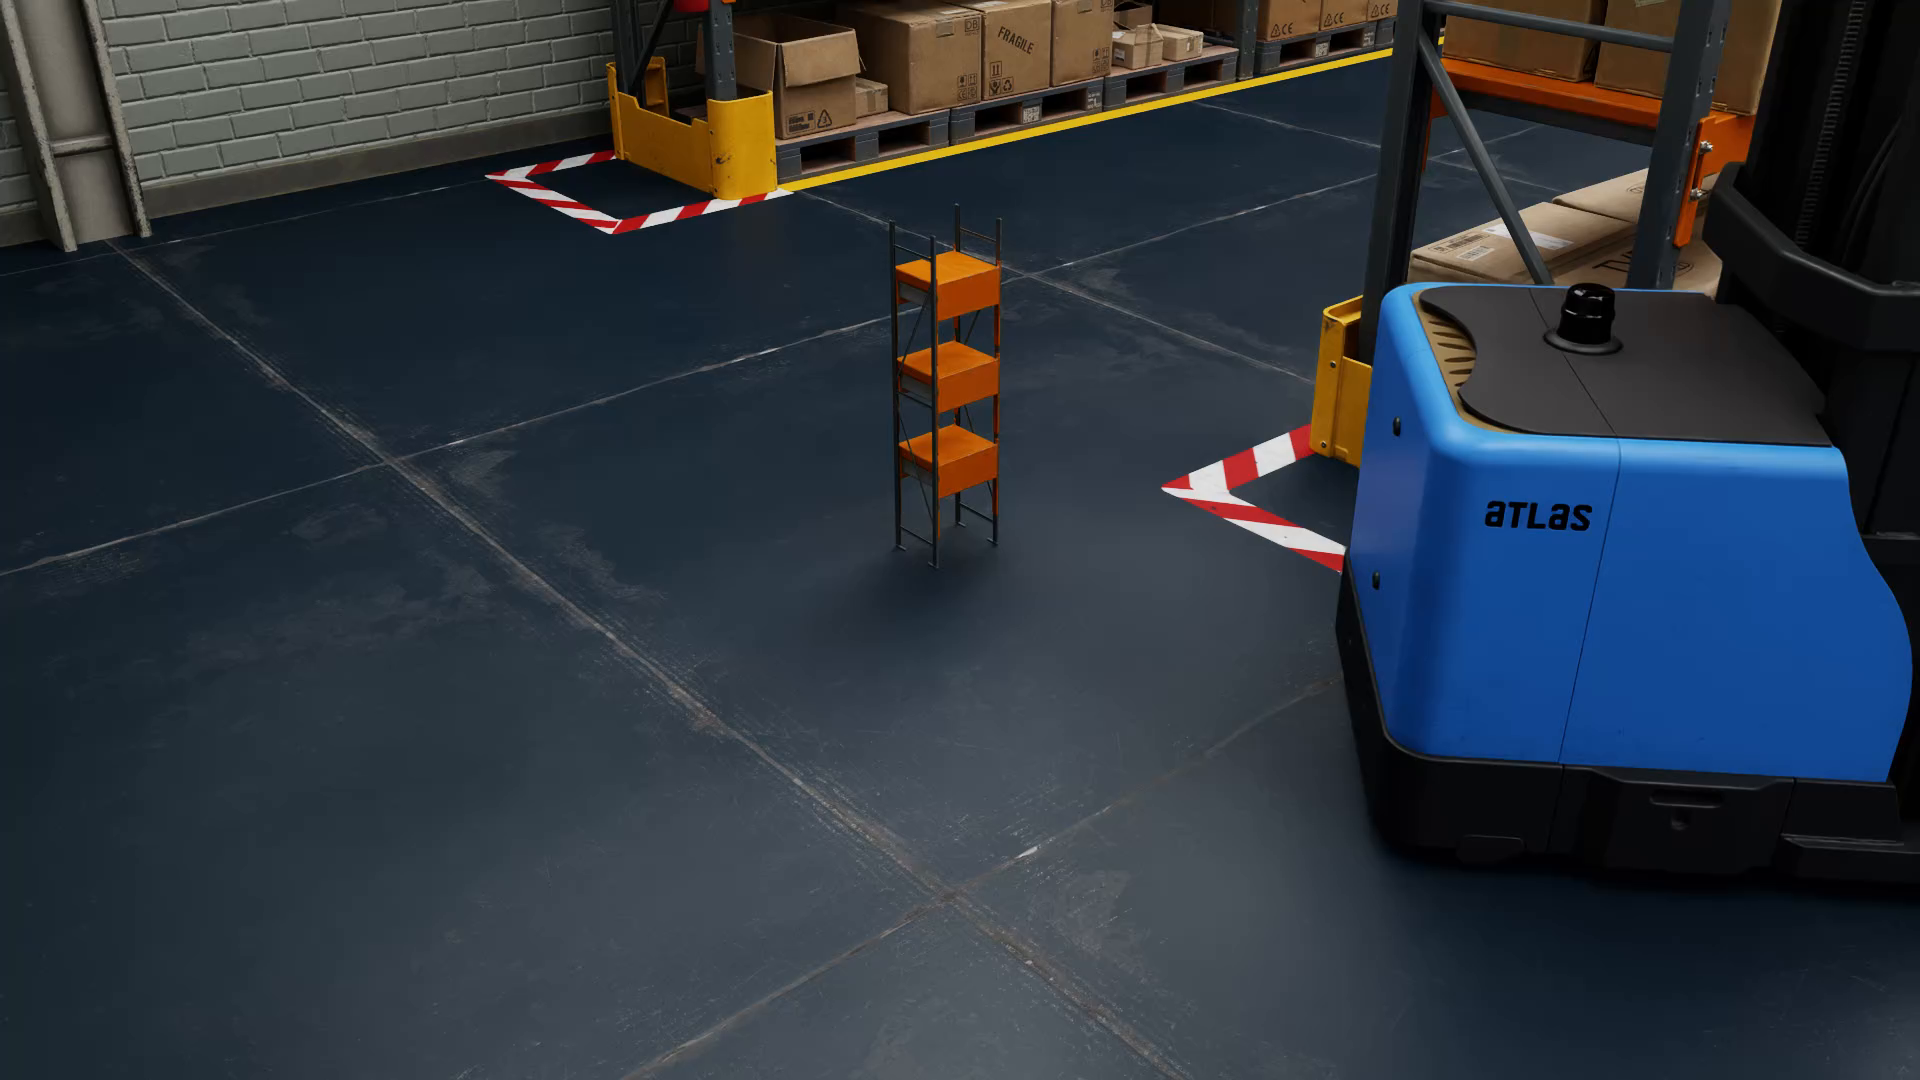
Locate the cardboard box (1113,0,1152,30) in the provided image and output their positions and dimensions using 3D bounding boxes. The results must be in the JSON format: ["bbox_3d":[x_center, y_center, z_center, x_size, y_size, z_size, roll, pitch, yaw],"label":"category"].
[{"bbox_3d":[0.895,-3.388,10.815,0.500,0.311,0.500,-20,34,-33],"label":"cardboard box"}]

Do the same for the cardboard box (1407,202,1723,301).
[{"bbox_3d":[2.169,-0.797,5.832,0.875,0.438,0.875,-23,36,-37],"label":"cardboard box"}]

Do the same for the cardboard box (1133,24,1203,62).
[{"bbox_3d":[1.317,-3.158,10.557,0.250,0.149,0.380,-23,36,-36],"label":"cardboard box"}]

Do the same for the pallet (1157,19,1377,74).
[{"bbox_3d":[2.145,-3.539,11.648,1.213,0.211,1.003,-22,35,-35],"label":"pallet"}]

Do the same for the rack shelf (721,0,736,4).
[{"bbox_3d":[0.029,-3.577,9.525,4.000,0.370,1.077,-22,35,-35],"label":"rack shelf"}]

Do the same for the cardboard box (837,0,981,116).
[{"bbox_3d":[-0.290,-2.766,9.450,0.500,0.500,0.700,-20,34,-33],"label":"cardboard box"}]

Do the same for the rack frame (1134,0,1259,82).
[{"bbox_3d":[1.551,-4.506,10.500,0.127,3.000,1.000,-22,35,-35],"label":"rack frame"}]

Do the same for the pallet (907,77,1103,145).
[{"bbox_3d":[0.099,-2.691,10.063,1.213,0.211,1.003,-22,35,-35],"label":"pallet"}]

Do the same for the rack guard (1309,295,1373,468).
[{"bbox_3d":[1.714,-0.394,5.457,0.348,0.500,1.175,-22,35,-35],"label":"rack guard"}]

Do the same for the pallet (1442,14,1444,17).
[{"bbox_3d":[4.001,-4.285,13.045,1.213,0.211,1.003,-22,35,-35],"label":"pallet"}]

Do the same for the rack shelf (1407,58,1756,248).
[{"bbox_3d":[3.254,-1.799,6.196,4.000,0.370,1.077,-22,35,-35],"label":"rack shelf"}]

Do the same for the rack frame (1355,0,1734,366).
[{"bbox_3d":[1.732,-1.504,4.882,0.127,3.000,1.000,-22,35,-35],"label":"rack frame"}]

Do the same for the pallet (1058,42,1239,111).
[{"bbox_3d":[1.028,-3.067,10.765,1.213,0.211,1.003,-22,35,-35],"label":"pallet"}]

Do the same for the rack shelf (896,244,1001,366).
[{"bbox_3d":[-0.041,-0.688,4.843,0.240,0.259,0.215,-22,35,-35],"label":"rack shelf"}]

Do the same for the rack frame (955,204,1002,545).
[{"bbox_3d":[0.052,-0.484,5.042,0.008,1.050,0.200,-22,35,-35],"label":"rack frame"}]

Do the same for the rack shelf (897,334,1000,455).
[{"bbox_3d":[-0.041,-0.437,4.977,0.240,0.259,0.215,-22,35,-35],"label":"rack shelf"}]

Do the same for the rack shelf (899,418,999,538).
[{"bbox_3d":[-0.041,-0.192,5.108,0.240,0.259,0.215,-22,35,-35],"label":"rack shelf"}]

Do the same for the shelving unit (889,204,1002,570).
[{"bbox_3d":[-0.041,-0.447,4.972,0.252,1.050,0.215,-22,35,-35],"label":"shelving unit"}]

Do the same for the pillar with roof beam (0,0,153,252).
[{"bbox_3d":[-1.334,-3.883,2.969,0.400,9.000,9.100,-22,35,-35],"label":"pillar with roof beam"}]

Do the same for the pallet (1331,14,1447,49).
[{"bbox_3d":[3.074,-3.914,12.350,1.213,0.211,1.003,-22,35,-35],"label":"pallet"}]

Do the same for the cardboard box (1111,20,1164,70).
[{"bbox_3d":[1.046,-3.101,10.325,0.258,0.266,0.396,-20,34,-33],"label":"cardboard box"}]

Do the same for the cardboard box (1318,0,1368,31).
[{"bbox_3d":[2.463,-3.823,11.427,0.500,0.500,0.500,-22,35,-36],"label":"cardboard box"}]

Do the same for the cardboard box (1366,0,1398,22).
[{"bbox_3d":[2.846,-3.974,11.710,0.500,0.500,0.500,-23,36,-36],"label":"cardboard box"}]

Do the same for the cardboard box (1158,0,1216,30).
[{"bbox_3d":[1.732,-3.845,11.469,0.500,0.500,0.500,-22,35,-35],"label":"cardboard box"}]

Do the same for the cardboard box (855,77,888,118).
[{"bbox_3d":[-0.617,-2.480,9.287,0.250,0.149,0.380,-24,36,-37],"label":"cardboard box"}]

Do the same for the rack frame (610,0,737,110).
[{"bbox_3d":[-1.492,-3.283,8.210,0.127,3.000,1.000,-22,35,-35],"label":"rack frame"}]

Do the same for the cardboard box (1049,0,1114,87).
[{"bbox_3d":[0.500,-3.084,10.044,0.500,0.500,0.700,-23,36,-37],"label":"cardboard box"}]

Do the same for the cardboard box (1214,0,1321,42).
[{"bbox_3d":[2.065,-3.656,11.116,0.500,0.500,0.500,-20,34,-33],"label":"cardboard box"}]

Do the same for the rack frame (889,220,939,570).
[{"bbox_3d":[-0.134,-0.409,4.902,0.008,1.050,0.200,-22,35,-35],"label":"rack frame"}]

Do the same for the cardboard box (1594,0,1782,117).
[{"bbox_3d":[2.284,-1.592,4.940,0.500,0.500,0.500,-22,35,-35],"label":"cardboard box"}]

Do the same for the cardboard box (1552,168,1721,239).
[{"bbox_3d":[2.860,-1.080,6.361,0.875,0.438,0.875,-21,34,-34],"label":"cardboard box"}]

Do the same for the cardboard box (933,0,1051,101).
[{"bbox_3d":[0.177,-2.892,9.686,0.500,0.500,0.500,-21,35,-34],"label":"cardboard box"}]

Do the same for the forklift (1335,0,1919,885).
[{"bbox_3d":[2.510,-0.710,3.469,3.031,2.935,1.130,3,28,5],"label":"forklift"}]

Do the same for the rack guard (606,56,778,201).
[{"bbox_3d":[-1.434,-2.203,8.843,0.348,0.500,1.175,-22,35,-35],"label":"rack guard"}]

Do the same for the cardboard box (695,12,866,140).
[{"bbox_3d":[-0.965,-2.520,8.986,0.637,0.503,0.797,-24,36,-37],"label":"cardboard box"}]

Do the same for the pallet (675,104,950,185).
[{"bbox_3d":[-0.829,-2.320,9.368,1.213,0.211,1.003,-22,35,-35],"label":"pallet"}]

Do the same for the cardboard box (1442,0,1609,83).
[{"bbox_3d":[1.927,-1.791,5.312,0.500,0.500,0.500,-22,35,-35],"label":"cardboard box"}]

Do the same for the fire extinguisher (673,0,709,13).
[{"bbox_3d":[-1.304,-2.873,7.922,0.183,0.674,0.296,-22,35,-35],"label":"fire extinguisher"}]
